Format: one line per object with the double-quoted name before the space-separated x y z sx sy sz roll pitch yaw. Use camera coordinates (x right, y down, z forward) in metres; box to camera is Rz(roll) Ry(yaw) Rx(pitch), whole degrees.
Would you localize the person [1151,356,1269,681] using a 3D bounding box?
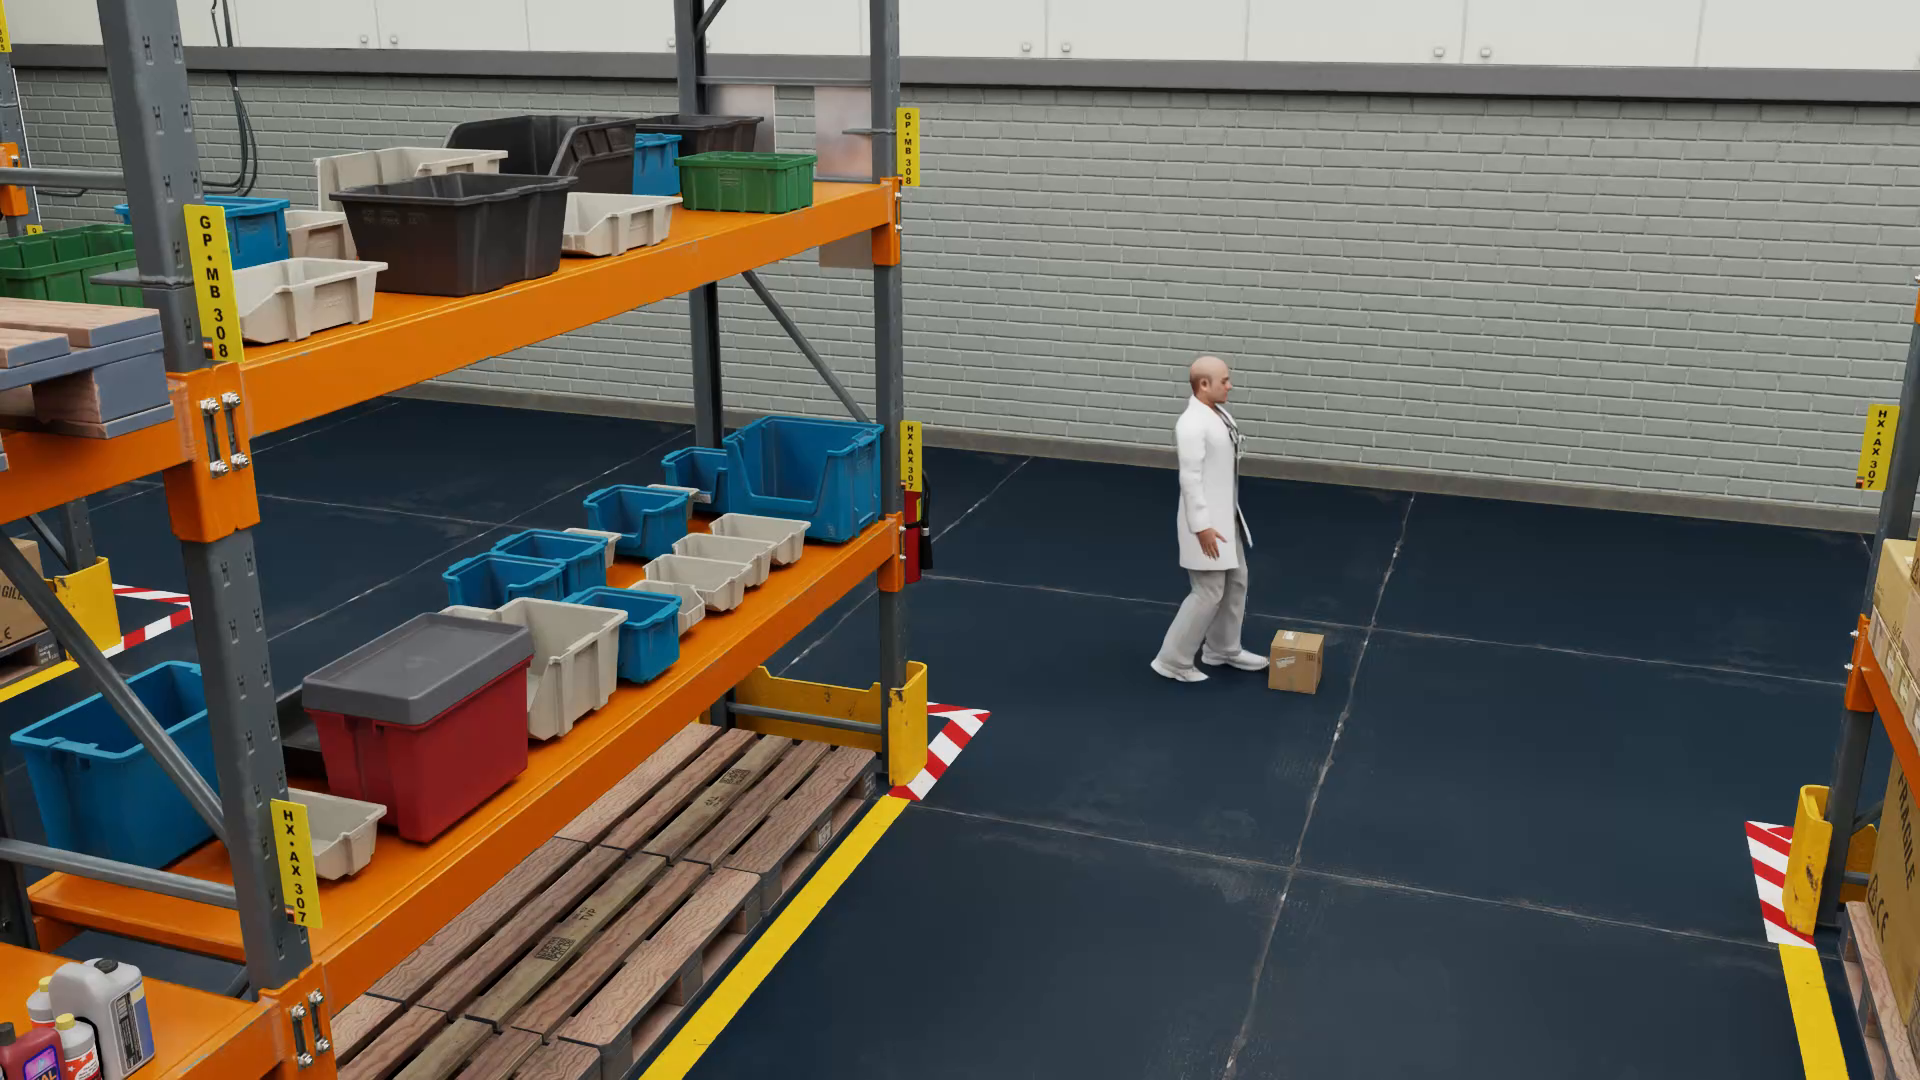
"person" 1.392 -0.084 8.950 0.591 1.826 0.598 7 20 20
